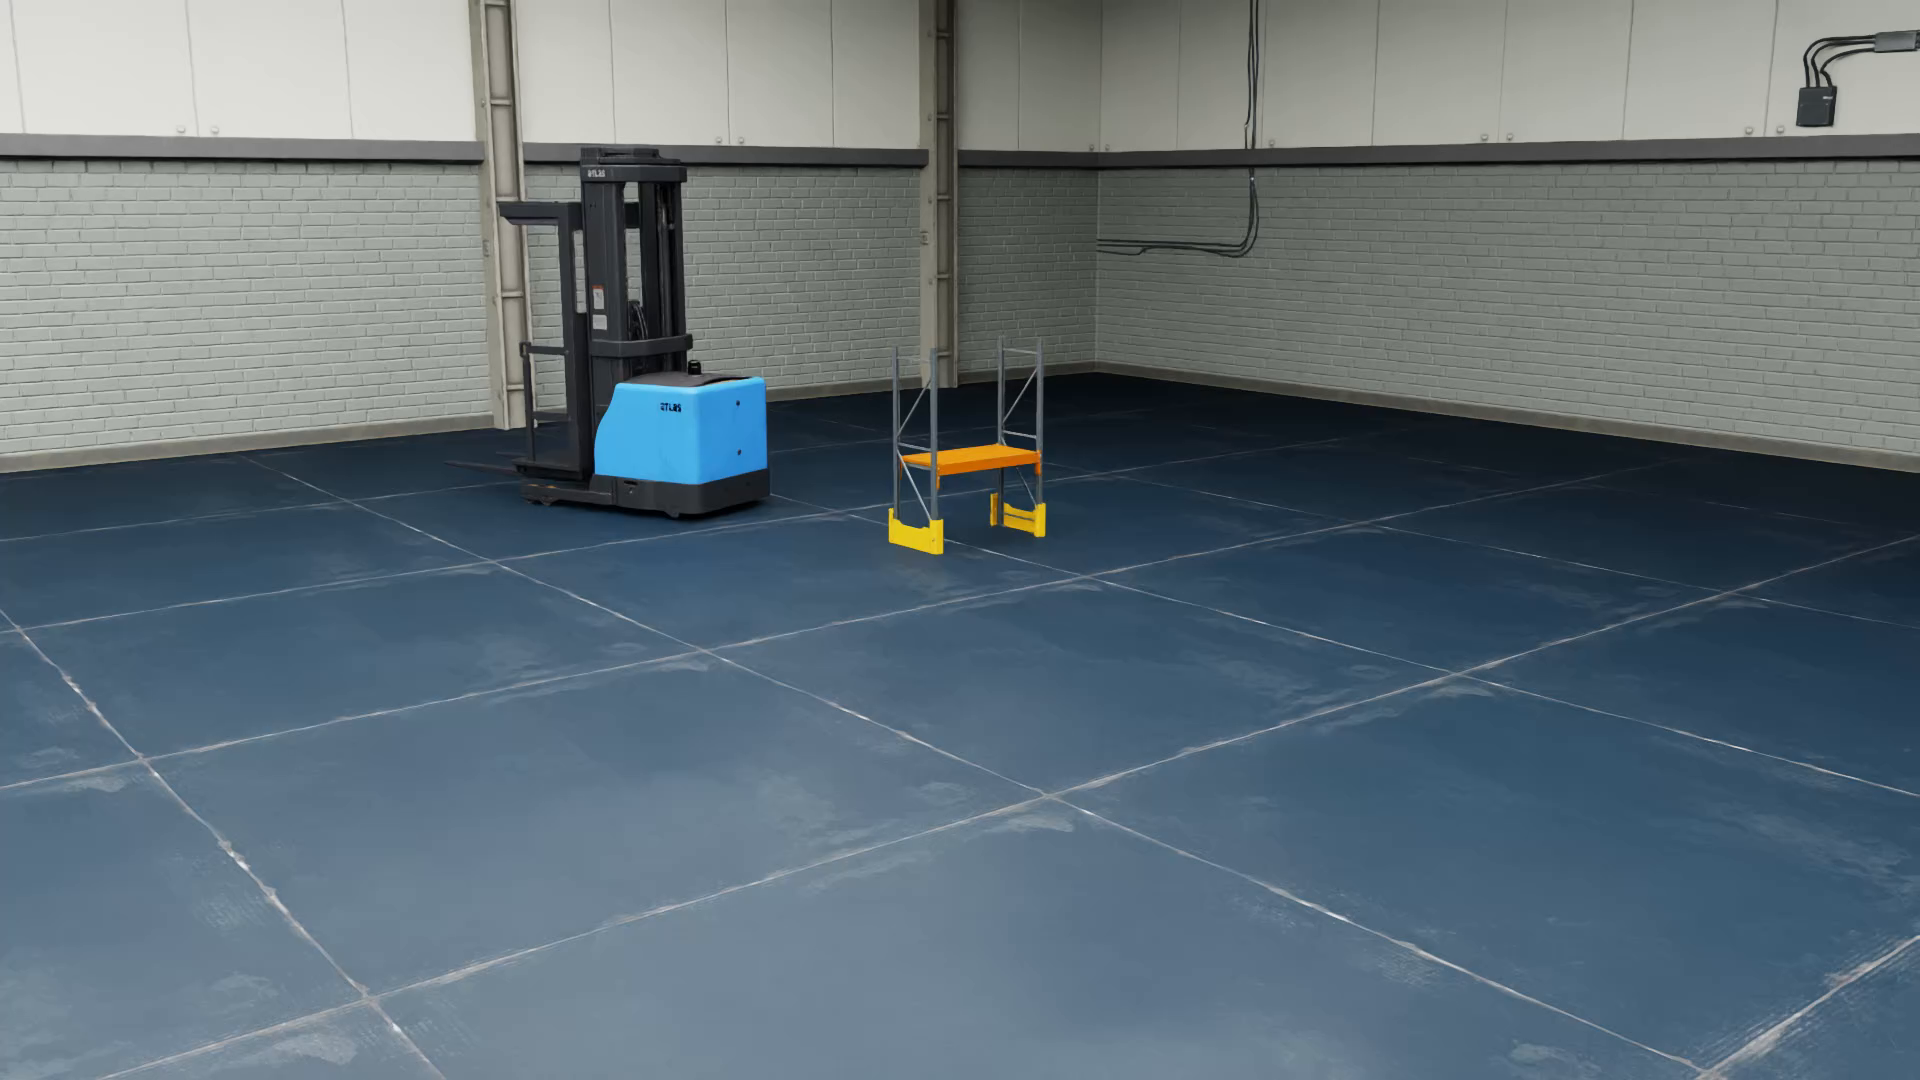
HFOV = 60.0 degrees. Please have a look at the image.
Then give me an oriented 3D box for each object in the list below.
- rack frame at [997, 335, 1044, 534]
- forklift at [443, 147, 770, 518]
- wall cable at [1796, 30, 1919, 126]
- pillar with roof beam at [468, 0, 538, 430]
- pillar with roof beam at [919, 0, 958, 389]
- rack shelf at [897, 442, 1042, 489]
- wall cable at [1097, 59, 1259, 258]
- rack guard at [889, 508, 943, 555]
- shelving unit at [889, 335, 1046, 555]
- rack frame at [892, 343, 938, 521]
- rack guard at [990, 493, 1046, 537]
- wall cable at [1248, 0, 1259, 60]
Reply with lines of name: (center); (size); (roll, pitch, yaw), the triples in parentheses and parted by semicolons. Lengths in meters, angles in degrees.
rack frame: (0.464, -0.811, 12.836); (0.032, 1.500, 0.500); (-9, 15, -38)
forklift: (-3.140, -1.812, 14.108); (3.031, 2.935, 1.130); (7, 14, 29)
wall cable: (8.768, -6.731, 14.473); (0.169, 6.003, 2.305); (-9, 15, -38)
pillar with roof beam: (-2.273, -4.964, 14.343); (0.400, 9.000, 9.100); (-9, 15, -38)
pillar with roof beam: (2.413, -5.743, 18.009); (0.400, 9.000, 9.100); (-9, 15, -38)
rack shelf: (0.067, -0.569, 12.562); (1.000, 0.185, 0.538); (-9, 15, -38)
wall cable: (2.850, -5.090, 22.410); (0.112, 2.526, 3.097); (-9, 15, -38)
rack guard: (-0.329, -0.068, 12.345); (0.087, 0.250, 0.587); (-9, 15, -38)
shelving unit: (0.060, -0.744, 12.520); (1.083, 1.500, 0.587); (-9, 15, -38)
rack frame: (-0.330, -0.679, 12.214); (0.032, 1.500, 0.500); (-9, 15, -38)
rack guard: (0.448, -0.197, 12.954); (0.087, 0.250, 0.587); (-9, 15, -38)
wall cable: (4.540, -7.122, 19.819); (0.112, 2.526, 3.097); (-9, 15, -38)
